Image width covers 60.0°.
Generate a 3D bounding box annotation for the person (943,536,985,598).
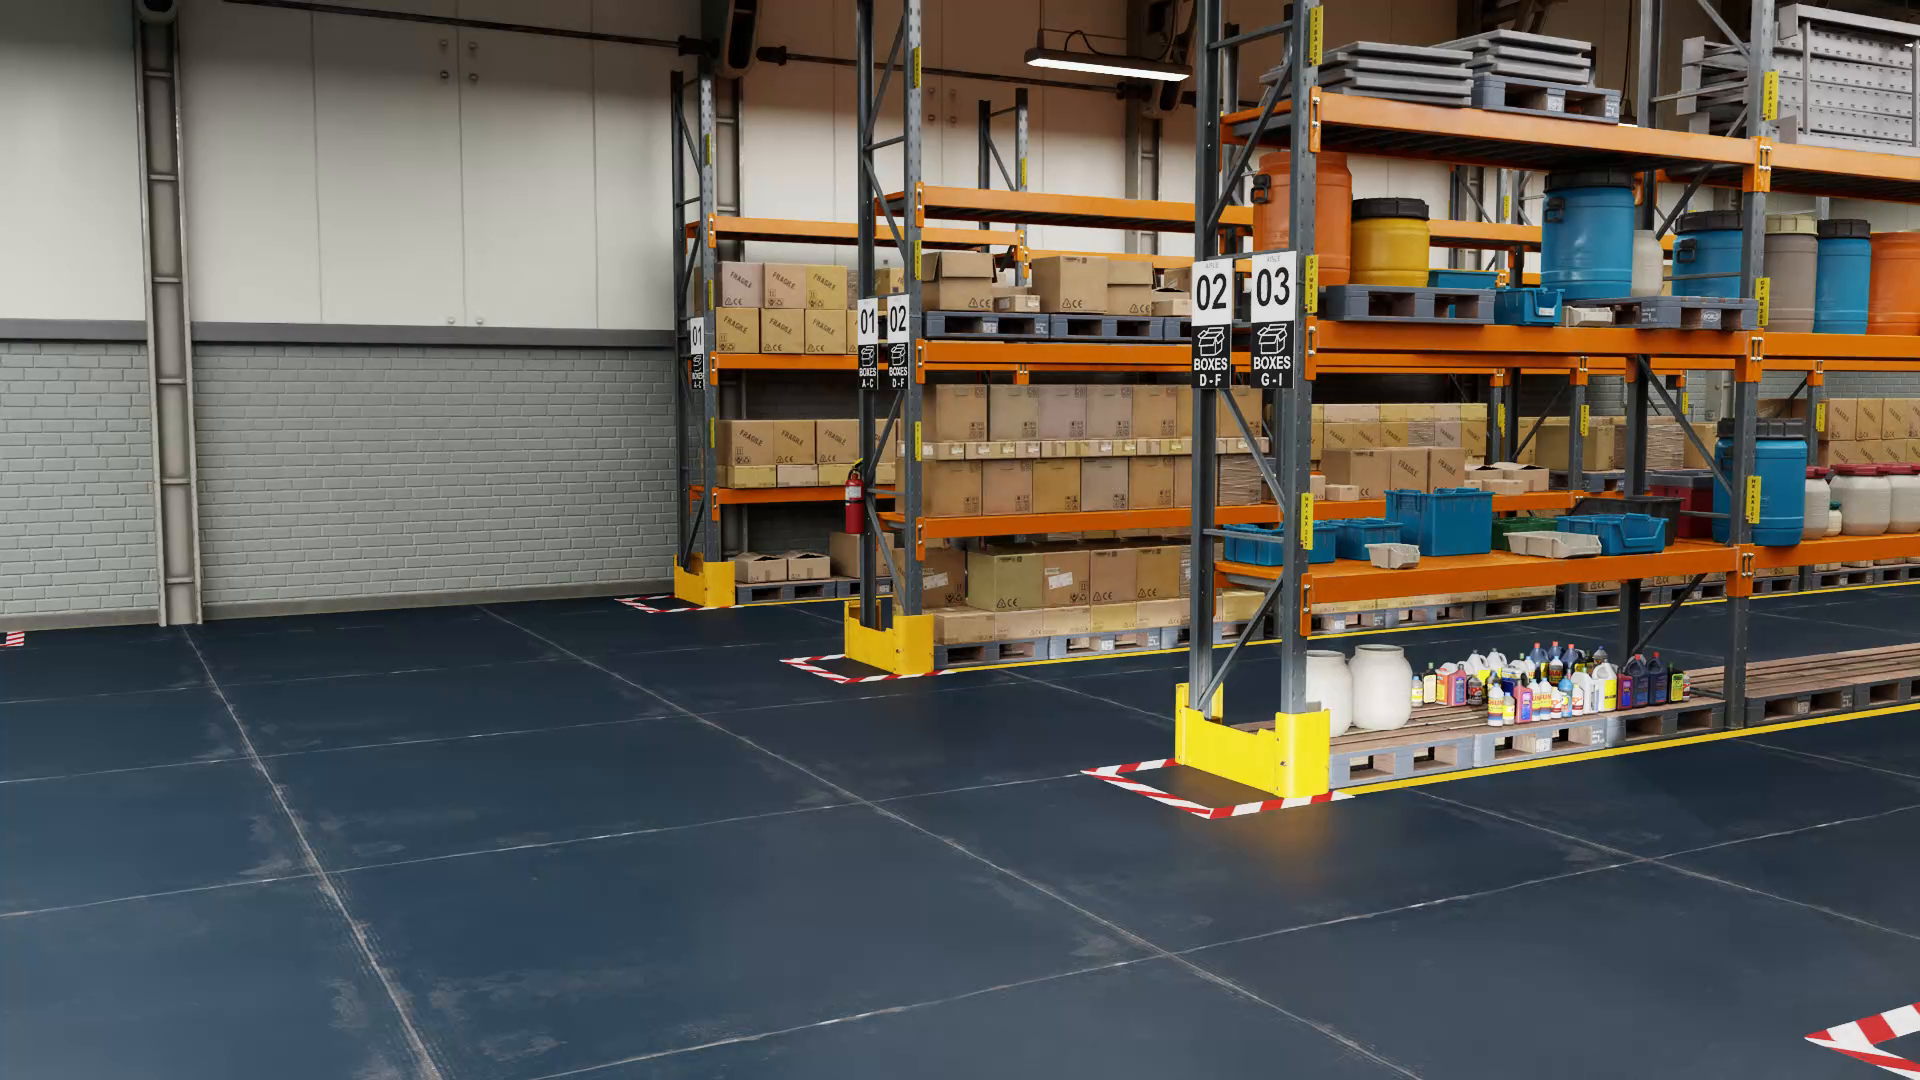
[{"bbox_3d":[0.026,0.025,17.248,0.507,1.655,0.347,-3,6,-29],"label":"person"}]
